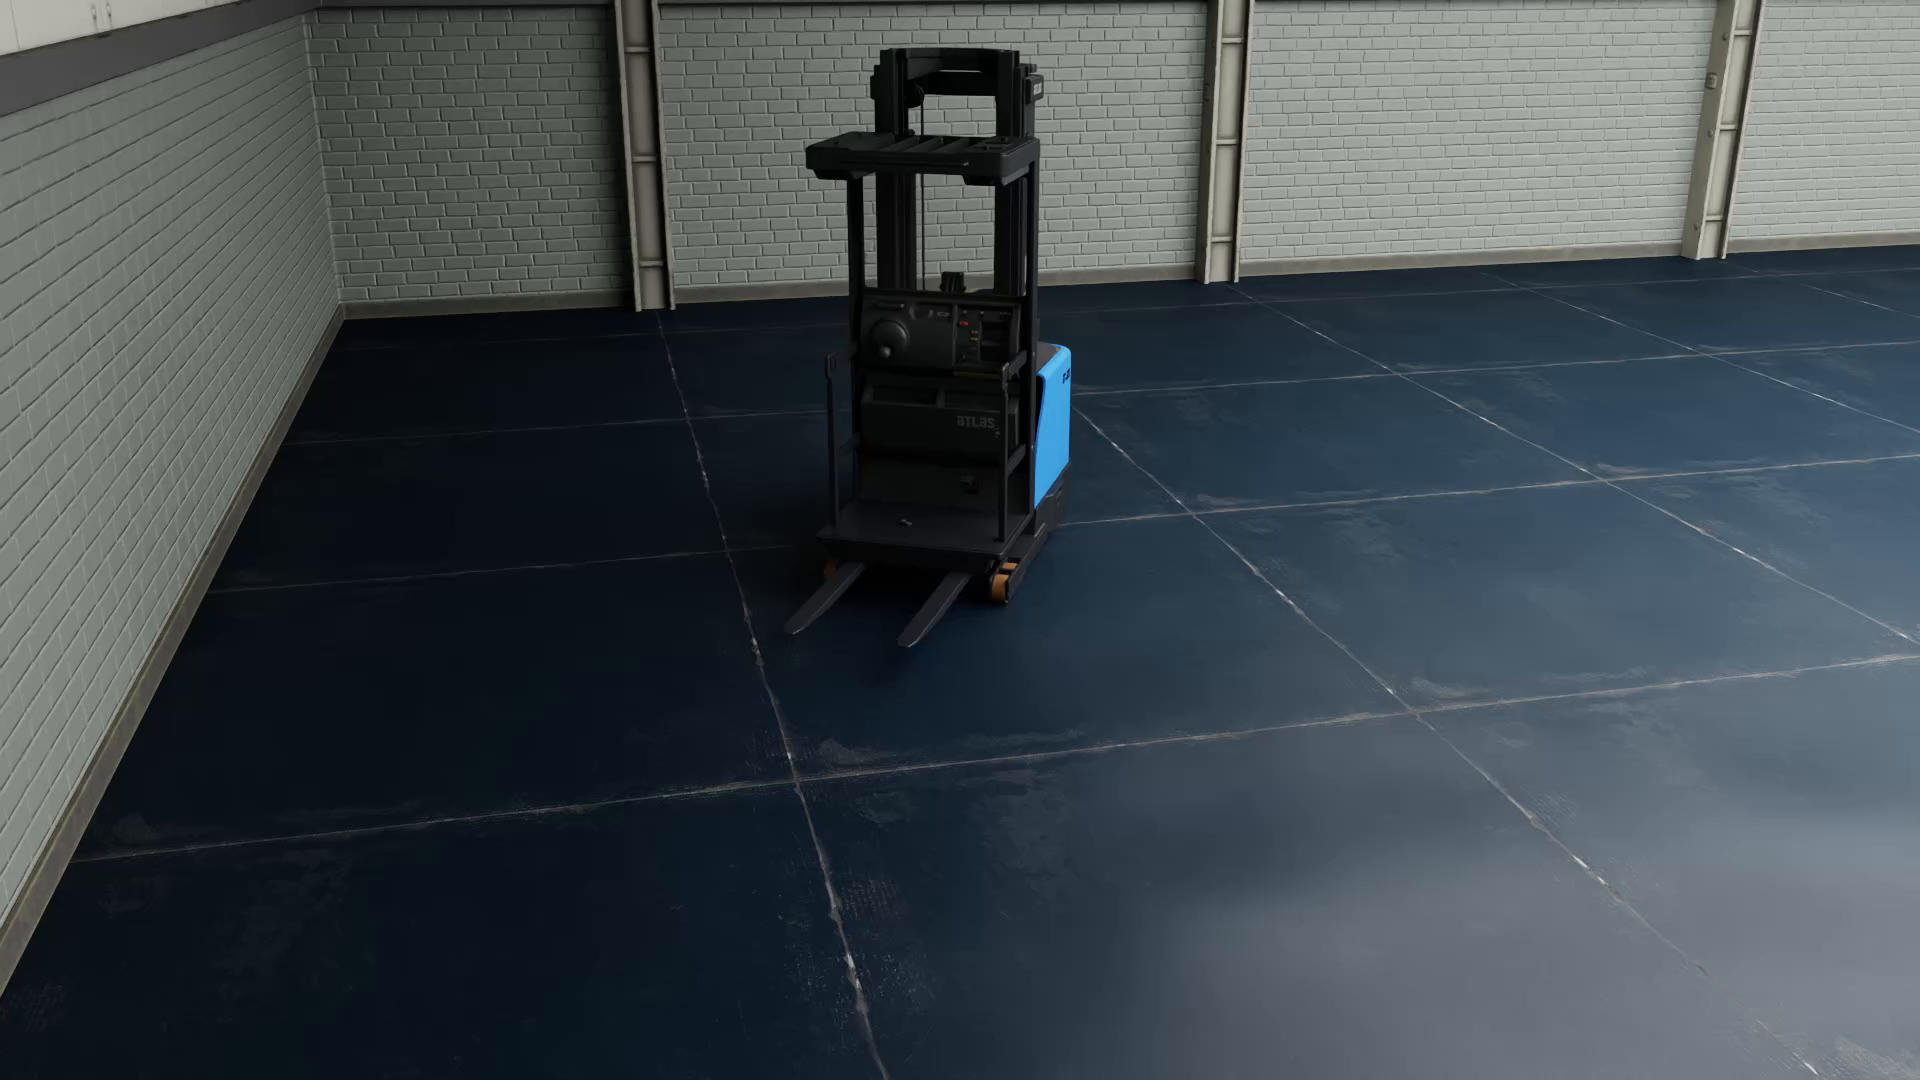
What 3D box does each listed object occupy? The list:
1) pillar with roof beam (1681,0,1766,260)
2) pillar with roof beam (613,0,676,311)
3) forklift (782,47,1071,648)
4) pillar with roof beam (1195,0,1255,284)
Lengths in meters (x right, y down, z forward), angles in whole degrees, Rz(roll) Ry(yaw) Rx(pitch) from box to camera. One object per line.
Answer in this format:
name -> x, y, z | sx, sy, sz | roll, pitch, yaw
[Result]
pillar with roof beam -> 9.602, -6.071, 13.806 | 0.400, 9.000, 9.100 | -5, 21, -12
pillar with roof beam -> -2.076, -5.122, 11.213 | 0.400, 9.000, 9.100 | -5, 21, -12
forklift -> -0.168, -1.169, 9.245 | 1.130, 2.935, 3.031 | 5, 21, 15
pillar with roof beam -> 3.763, -5.596, 12.510 | 0.400, 9.000, 9.100 | -5, 21, -12
